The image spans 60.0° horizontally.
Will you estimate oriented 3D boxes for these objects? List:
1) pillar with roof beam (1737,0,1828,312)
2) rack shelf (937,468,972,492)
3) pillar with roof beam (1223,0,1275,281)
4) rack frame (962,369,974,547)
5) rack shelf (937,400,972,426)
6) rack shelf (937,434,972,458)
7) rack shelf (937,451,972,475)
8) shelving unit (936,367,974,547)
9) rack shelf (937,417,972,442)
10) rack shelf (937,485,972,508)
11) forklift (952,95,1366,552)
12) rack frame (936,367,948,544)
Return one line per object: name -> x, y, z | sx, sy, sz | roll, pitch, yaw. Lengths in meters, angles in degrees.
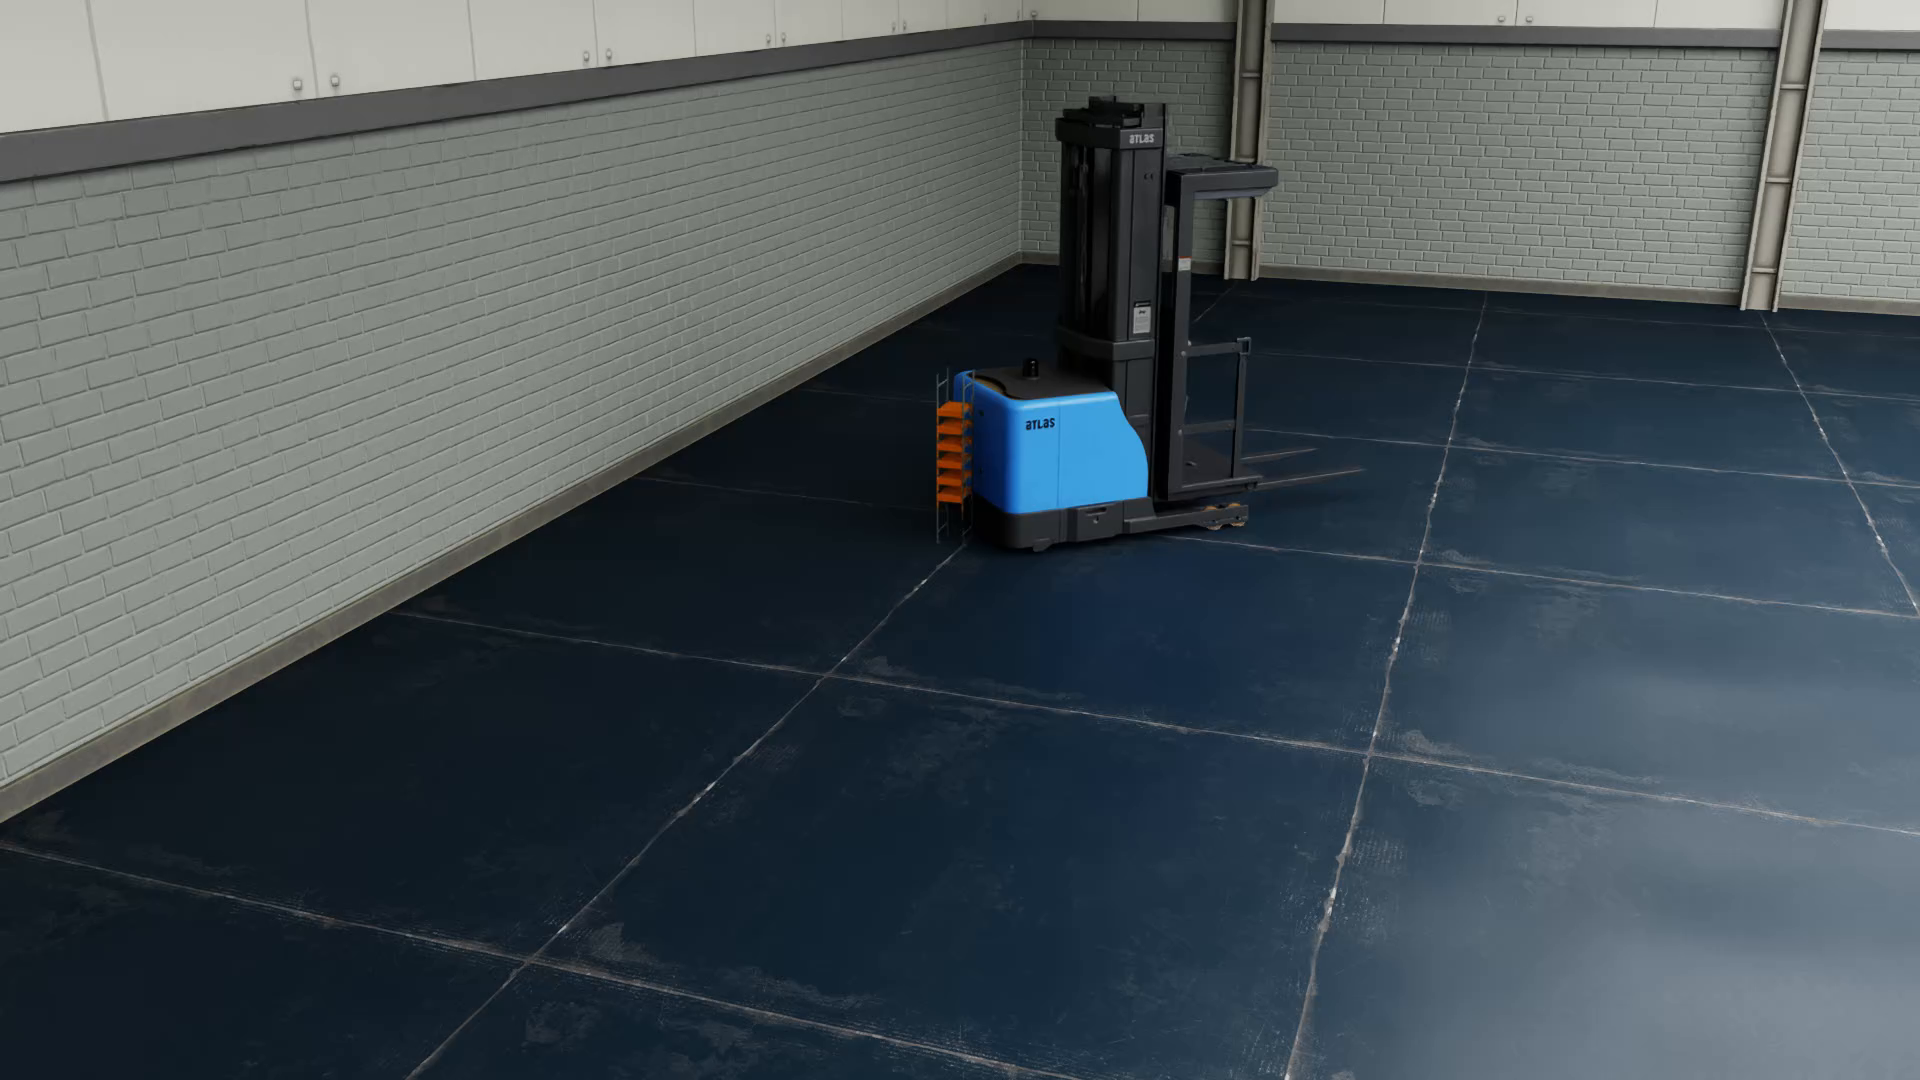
pillar with roof beam -> 7.830, -5.596, 13.959 | 0.400, 9.000, 9.100 | 7, 20, 18
rack shelf -> -0.034, -0.409, 11.425 | 0.180, 0.103, 0.258 | 6, 20, 17
pillar with roof beam -> 2.162, -6.244, 15.819 | 0.400, 9.000, 9.100 | 7, 20, 18
rack frame -> 0.054, -0.555, 11.345 | 0.006, 1.200, 0.240 | 6, 20, 17
rack shelf -> -0.032, -0.863, 11.267 | 0.180, 0.103, 0.258 | 6, 20, 17
rack shelf -> -0.033, -0.636, 11.346 | 0.180, 0.103, 0.258 | 6, 20, 17
rack shelf -> -0.033, -0.523, 11.385 | 0.180, 0.103, 0.258 | 6, 20, 17
shelving unit -> -0.033, -0.565, 11.371 | 0.189, 1.200, 0.258 | 6, 20, 17
rack shelf -> -0.032, -0.749, 11.307 | 0.180, 0.103, 0.258 | 6, 20, 17
rack shelf -> -0.034, -0.296, 11.464 | 0.180, 0.103, 0.258 | 6, 20, 17
forklift -> 1.507, -1.603, 11.722 | 3.031, 2.935, 1.130 | -8, 21, -22
rack frame -> -0.120, -0.574, 11.397 | 0.006, 1.200, 0.240 | 6, 20, 17
